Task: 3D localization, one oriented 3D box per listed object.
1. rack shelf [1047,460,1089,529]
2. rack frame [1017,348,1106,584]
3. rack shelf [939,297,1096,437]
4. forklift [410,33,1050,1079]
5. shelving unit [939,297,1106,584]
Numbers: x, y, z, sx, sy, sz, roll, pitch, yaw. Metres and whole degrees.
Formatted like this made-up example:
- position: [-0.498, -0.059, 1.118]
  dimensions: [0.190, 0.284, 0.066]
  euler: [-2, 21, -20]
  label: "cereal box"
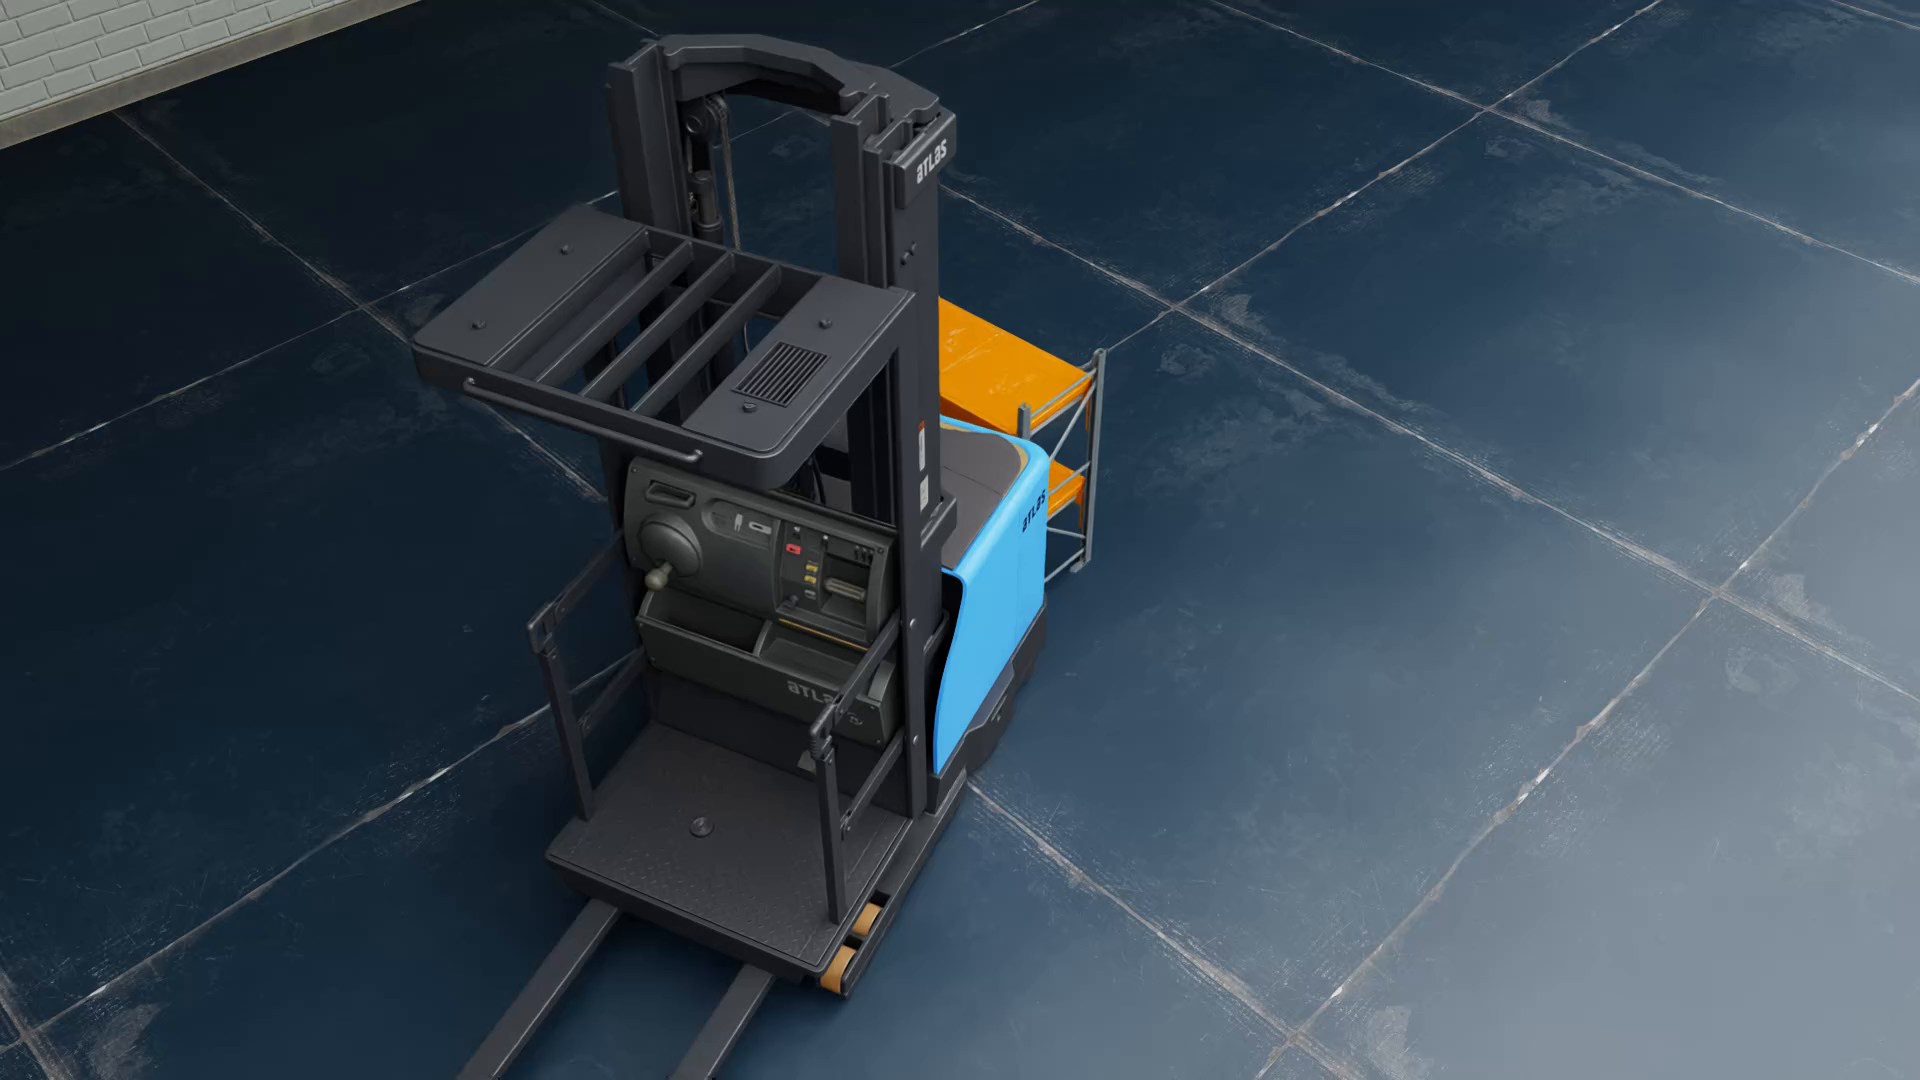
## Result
- position: [0.015, -0.258, 7.178]
  dimensions: [1.000, 0.278, 0.538]
  euler: [31, 51, 29]
  label: "rack shelf"
- position: [0.394, -0.208, 6.764]
  dimensions: [0.032, 1.125, 0.500]
  euler: [31, 51, 29]
  label: "rack frame"
- position: [0.015, -0.652, 6.813]
  dimensions: [1.000, 0.278, 0.538]
  euler: [31, 51, 29]
  label: "rack shelf"
- position: [-0.736, 0.129, 5.068]
  dimensions: [1.130, 2.935, 3.031]
  euler: [18, 46, 18]
  label: "forklift"
- position: [0.015, -0.437, 7.012]
  dimensions: [1.048, 1.125, 0.538]
  euler: [31, 51, 29]
  label: "shelving unit"
